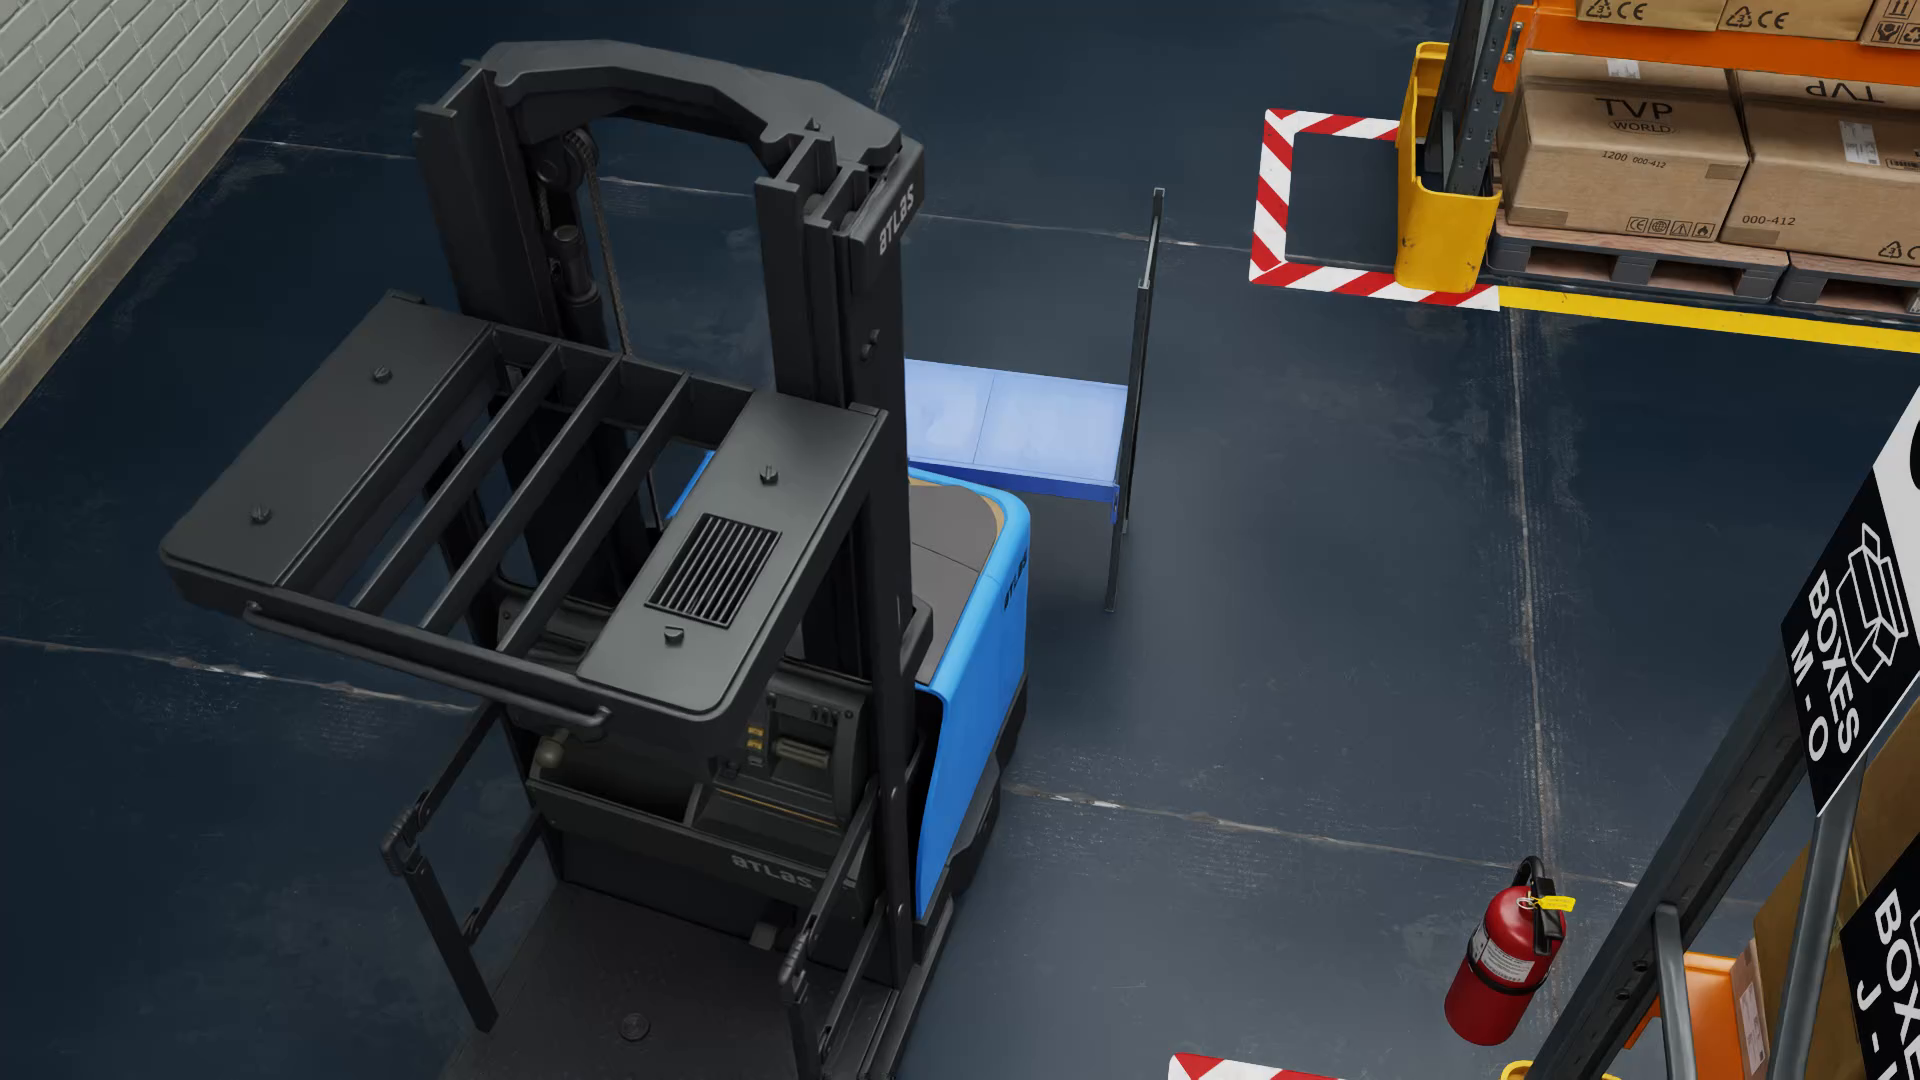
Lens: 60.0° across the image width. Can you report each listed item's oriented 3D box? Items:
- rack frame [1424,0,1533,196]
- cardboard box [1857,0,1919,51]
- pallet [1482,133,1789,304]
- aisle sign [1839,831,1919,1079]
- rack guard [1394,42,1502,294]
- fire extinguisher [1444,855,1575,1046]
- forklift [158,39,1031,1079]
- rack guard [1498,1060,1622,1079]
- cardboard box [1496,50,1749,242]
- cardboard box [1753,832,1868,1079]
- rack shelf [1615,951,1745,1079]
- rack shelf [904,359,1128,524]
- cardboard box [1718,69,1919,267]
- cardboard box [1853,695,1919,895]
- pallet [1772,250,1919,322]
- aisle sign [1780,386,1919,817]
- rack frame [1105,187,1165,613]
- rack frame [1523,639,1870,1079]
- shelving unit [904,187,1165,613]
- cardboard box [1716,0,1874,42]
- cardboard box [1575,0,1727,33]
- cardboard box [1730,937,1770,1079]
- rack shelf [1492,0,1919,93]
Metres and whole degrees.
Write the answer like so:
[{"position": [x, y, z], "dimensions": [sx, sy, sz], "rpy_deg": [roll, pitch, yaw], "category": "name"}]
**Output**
[{"position": [2.188, -2.509, 6.488], "dimensions": [0.127, 3.000, 1.000], "rpy_deg": [8, 49, 7], "category": "rack frame"}, {"position": [3.609, -2.142, 6.091], "dimensions": [0.500, 0.500, 0.500], "rpy_deg": [7, 48, 7], "category": "cardboard box"}, {"position": [2.988, -1.529, 7.482], "dimensions": [1.213, 0.211, 1.003], "rpy_deg": [8, 49, 7], "category": "pallet"}, {"position": [1.281, 0.468, 2.065], "dimensions": [0.004, 0.787, 0.394], "rpy_deg": [8, 49, 7], "category": "aisle sign"}, {"position": [2.164, -1.677, 7.421], "dimensions": [0.348, 0.500, 1.175], "rpy_deg": [8, 49, 7], "category": "rack guard"}, {"position": [1.241, 0.907, 3.721], "dimensions": [0.183, 0.674, 0.296], "rpy_deg": [8, 49, 7], "category": "fire extinguisher"}, {"position": [-0.744, 0.525, 3.808], "dimensions": [1.130, 2.935, 3.031], "rpy_deg": [15, 50, 13], "category": "forklift"}, {"position": [1.481, 1.973, 4.141], "dimensions": [0.348, 0.500, 1.175], "rpy_deg": [8, 49, 7], "category": "rack guard"}, {"position": [2.855, -1.779, 7.272], "dimensions": [0.875, 0.438, 0.875], "rpy_deg": [6, 48, 6], "category": "cardboard box"}, {"position": [1.895, 0.866, 3.188], "dimensions": [0.500, 0.500, 0.500], "rpy_deg": [9, 49, 8], "category": "cardboard box"}, {"position": [3.375, 1.632, 3.250], "dimensions": [4.000, 0.370, 1.077], "rpy_deg": [8, 49, 7], "category": "rack shelf"}, {"position": [0.084, -0.370, 5.816], "dimensions": [1.000, 0.185, 0.538], "rpy_deg": [8, 49, 7], "category": "rack shelf"}, {"position": [3.757, -1.664, 7.169], "dimensions": [0.875, 0.438, 0.875], "rpy_deg": [9, 49, 8], "category": "cardboard box"}, {"position": [1.901, 0.539, 2.810], "dimensions": [0.500, 0.500, 0.500], "rpy_deg": [7, 48, 6], "category": "cardboard box"}, {"position": [4.185, -1.366, 7.335], "dimensions": [1.213, 0.211, 1.003], "rpy_deg": [8, 49, 7], "category": "pallet"}, {"position": [1.388, 0.029, 2.459], "dimensions": [0.004, 0.787, 0.394], "rpy_deg": [8, 49, 7], "category": "aisle sign"}, {"position": [0.584, -0.423, 5.622], "dimensions": [0.032, 1.500, 0.500], "rpy_deg": [8, 49, 7], "category": "rack frame"}, {"position": [1.406, 1.130, 3.218], "dimensions": [0.053, 2.616, 0.949], "rpy_deg": [8, 49, 7], "category": "rack frame"}, {"position": [0.084, -0.490, 5.682], "dimensions": [1.048, 1.500, 0.538], "rpy_deg": [8, 49, 7], "category": "shelving unit"}, {"position": [3.112, -2.222, 6.163], "dimensions": [0.500, 0.500, 0.500], "rpy_deg": [7, 48, 6], "category": "cardboard box"}, {"position": [2.609, -2.269, 6.205], "dimensions": [0.500, 0.500, 0.500], "rpy_deg": [7, 48, 7], "category": "cardboard box"}, {"position": [1.778, 1.048, 3.461], "dimensions": [0.250, 0.149, 0.380], "rpy_deg": [8, 49, 7], "category": "cardboard box"}, {"position": [4.156, -2.004, 6.518], "dimensions": [4.000, 0.370, 1.077], "rpy_deg": [8, 49, 7], "category": "rack shelf"}]
